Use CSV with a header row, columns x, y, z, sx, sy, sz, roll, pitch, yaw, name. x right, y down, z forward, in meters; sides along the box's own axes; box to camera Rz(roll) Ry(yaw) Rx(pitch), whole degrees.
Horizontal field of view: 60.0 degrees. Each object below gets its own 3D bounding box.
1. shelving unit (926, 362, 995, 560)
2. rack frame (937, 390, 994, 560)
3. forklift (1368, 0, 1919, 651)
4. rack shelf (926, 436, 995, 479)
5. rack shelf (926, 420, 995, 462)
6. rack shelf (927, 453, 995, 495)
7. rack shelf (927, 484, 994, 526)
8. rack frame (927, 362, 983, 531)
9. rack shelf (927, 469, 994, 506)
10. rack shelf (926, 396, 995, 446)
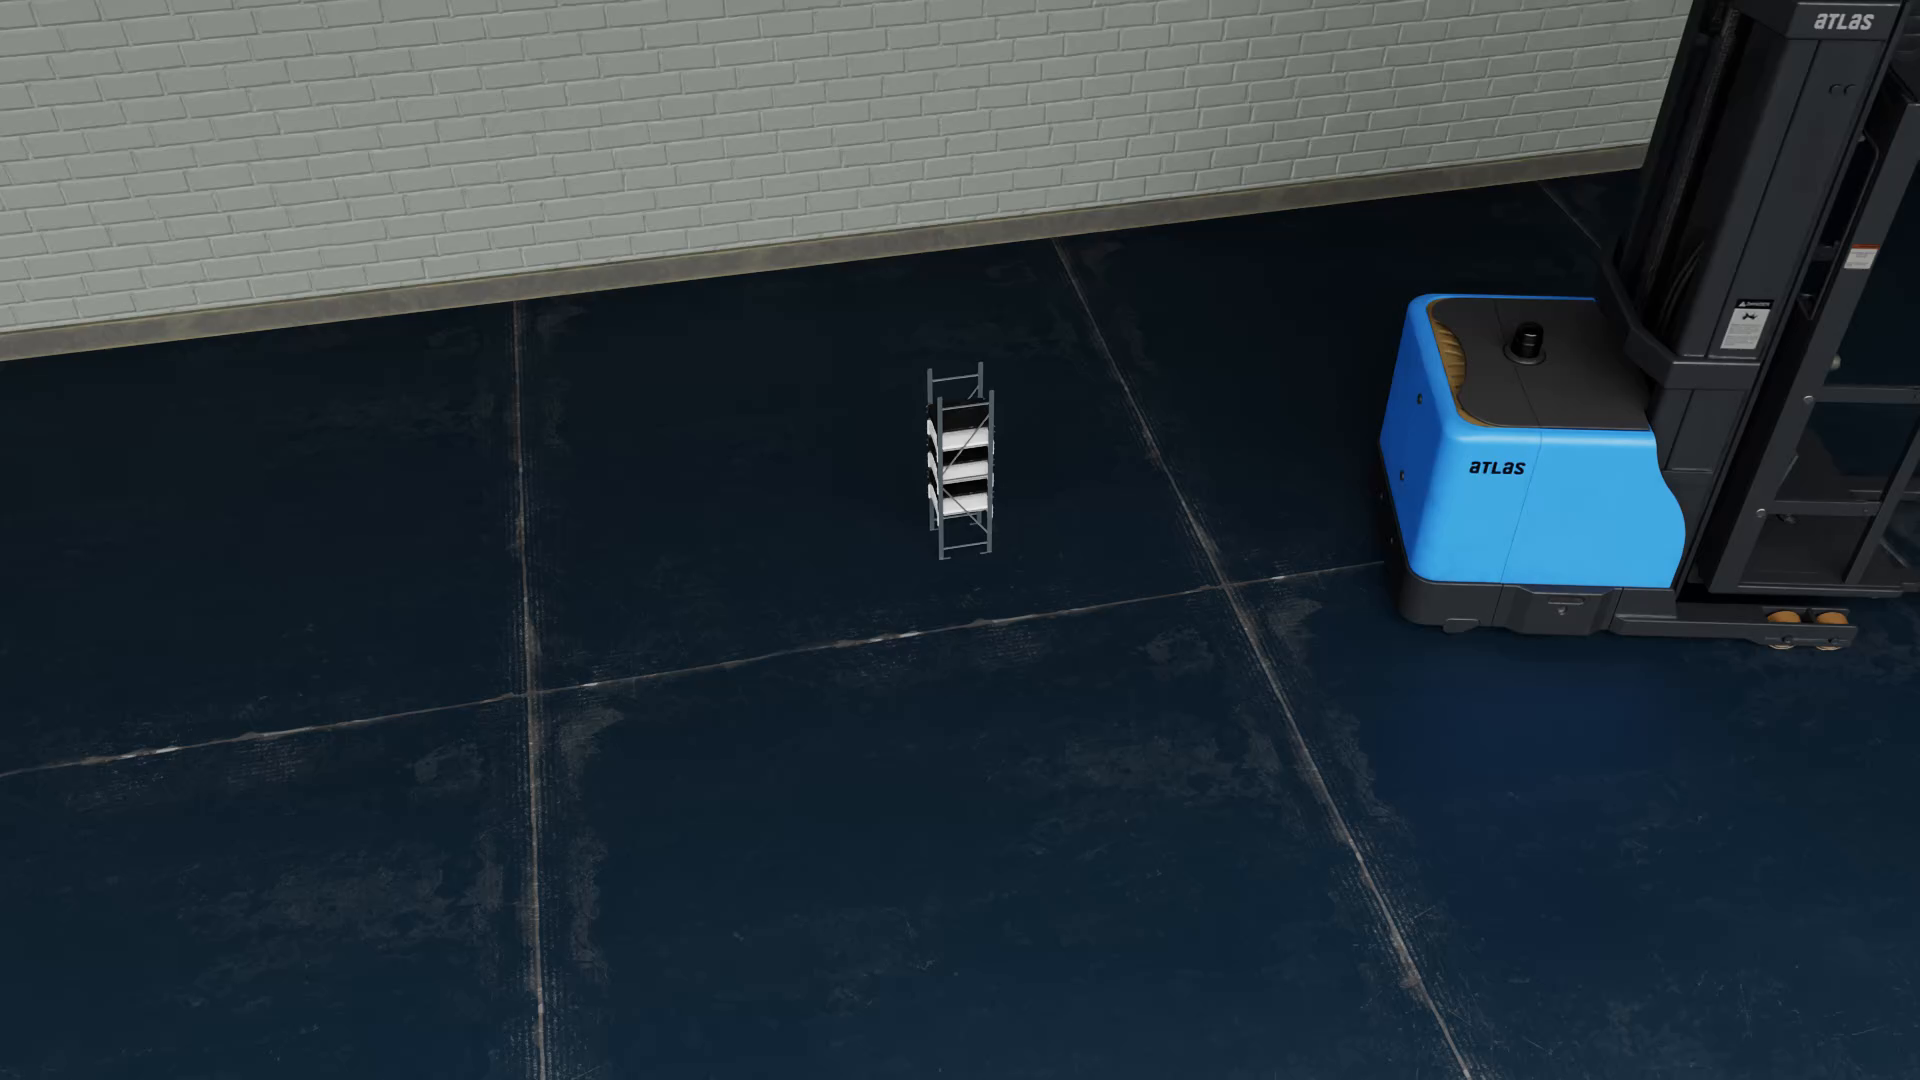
x,y,z,sx,sy,sz,roll,pitch,yaw,name
0.002,-0.331,7.227,0.258,0.900,0.210,-8,42,-9,shelving unit
0.024,-0.265,7.153,0.240,0.900,0.006,-8,42,-9,rack frame
3.394,-0.993,6.443,3.031,2.935,1.130,2,42,2,forklift
0.002,-0.374,7.189,0.258,0.077,0.200,-8,42,-9,rack shelf
0.002,-0.441,7.130,0.258,0.077,0.200,-8,42,-9,rack shelf
0.002,-0.306,7.249,0.258,0.077,0.200,-8,42,-9,rack shelf
0.002,-0.172,7.369,0.258,0.077,0.200,-8,42,-9,rack shelf
-0.020,-0.397,7.301,0.240,0.900,0.006,-8,42,-9,rack frame
0.002,-0.239,7.309,0.258,0.077,0.200,-8,42,-9,rack shelf
0.002,-0.508,7.070,0.258,0.077,0.200,-8,42,-9,rack shelf
